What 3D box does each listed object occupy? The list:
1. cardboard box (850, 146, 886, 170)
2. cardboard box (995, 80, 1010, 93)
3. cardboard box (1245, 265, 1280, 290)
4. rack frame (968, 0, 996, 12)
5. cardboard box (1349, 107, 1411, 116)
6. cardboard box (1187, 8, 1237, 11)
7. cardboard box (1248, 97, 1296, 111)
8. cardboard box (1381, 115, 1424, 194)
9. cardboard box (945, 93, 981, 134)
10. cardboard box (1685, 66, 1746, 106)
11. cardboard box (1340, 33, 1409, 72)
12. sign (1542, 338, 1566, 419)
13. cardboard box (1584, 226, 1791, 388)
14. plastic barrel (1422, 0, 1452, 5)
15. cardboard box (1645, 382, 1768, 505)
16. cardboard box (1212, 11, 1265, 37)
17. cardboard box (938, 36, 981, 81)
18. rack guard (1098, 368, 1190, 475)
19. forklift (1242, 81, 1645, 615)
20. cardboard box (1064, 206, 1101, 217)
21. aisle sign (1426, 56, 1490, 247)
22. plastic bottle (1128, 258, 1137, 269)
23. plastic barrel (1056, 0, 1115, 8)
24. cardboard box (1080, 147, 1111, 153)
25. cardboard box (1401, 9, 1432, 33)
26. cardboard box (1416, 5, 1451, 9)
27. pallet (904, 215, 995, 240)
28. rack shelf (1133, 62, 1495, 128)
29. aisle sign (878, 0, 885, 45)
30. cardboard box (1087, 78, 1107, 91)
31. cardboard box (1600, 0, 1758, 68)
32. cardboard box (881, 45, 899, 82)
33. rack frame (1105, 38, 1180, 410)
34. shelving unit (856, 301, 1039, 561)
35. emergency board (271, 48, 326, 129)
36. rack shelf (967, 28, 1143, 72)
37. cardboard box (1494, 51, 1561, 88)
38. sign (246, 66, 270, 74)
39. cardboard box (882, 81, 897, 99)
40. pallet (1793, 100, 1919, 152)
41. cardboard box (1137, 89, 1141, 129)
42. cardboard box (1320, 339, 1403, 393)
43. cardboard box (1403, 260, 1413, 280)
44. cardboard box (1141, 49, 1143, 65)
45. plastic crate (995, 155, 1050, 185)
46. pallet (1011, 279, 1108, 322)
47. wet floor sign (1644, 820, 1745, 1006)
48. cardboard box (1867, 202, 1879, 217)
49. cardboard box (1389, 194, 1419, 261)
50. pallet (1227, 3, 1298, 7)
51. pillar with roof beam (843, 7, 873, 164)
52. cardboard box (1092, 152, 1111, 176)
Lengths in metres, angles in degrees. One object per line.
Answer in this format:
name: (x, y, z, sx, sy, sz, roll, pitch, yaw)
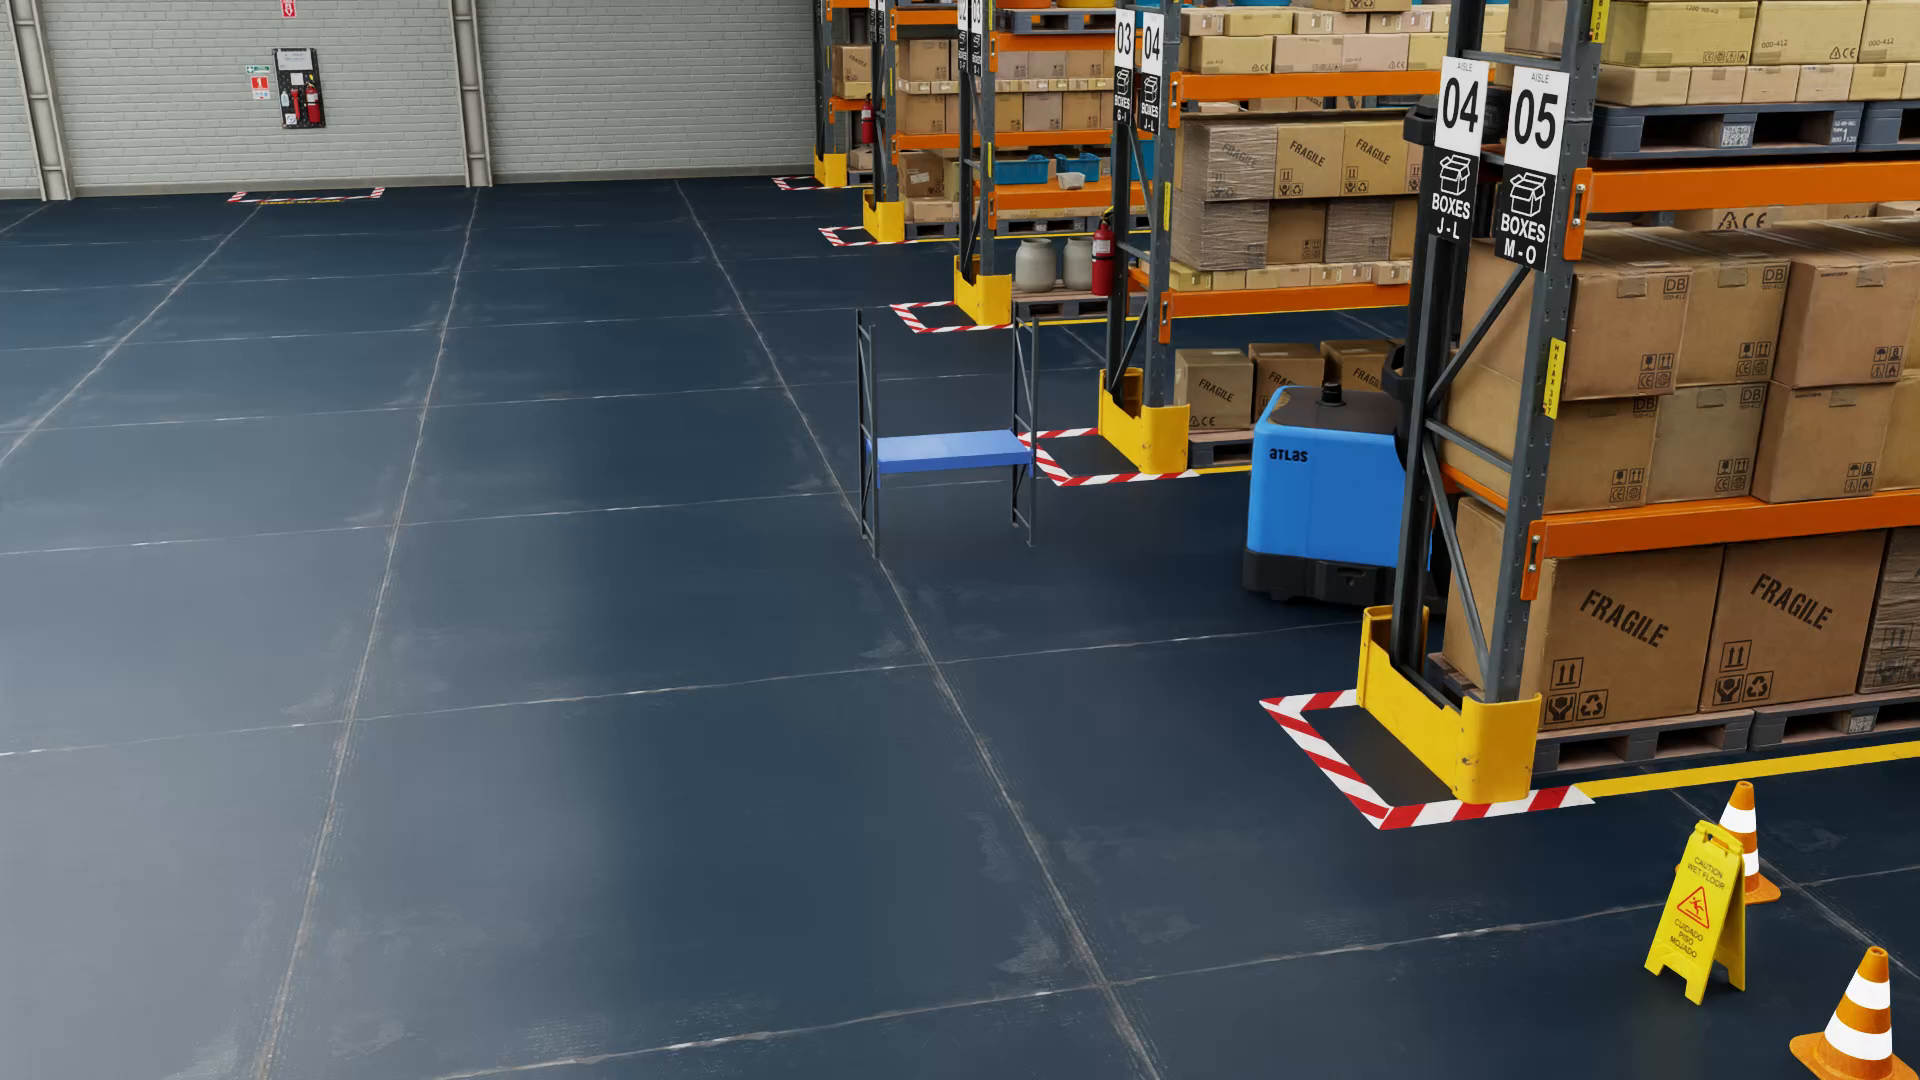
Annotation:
cardboard box: (-1.421, -6.025, 26.171, 0.500, 0.311, 0.500, -7, 21, -19)
cardboard box: (0.464, -5.791, 21.175, 0.250, 0.149, 0.380, -5, 21, -14)
cardboard box: (2.131, -1.935, 12.102, 0.250, 0.149, 0.380, -5, 21, -12)
rack frame: (0.164, -6.557, 15.632, 0.127, 3.000, 1.000, -5, 21, -12)
cardboard box: (3.243, -2.982, 12.562, 0.500, 0.500, 0.500, -5, 21, -12)
cardboard box: (1.783, -3.715, 11.873, 0.250, 0.149, 0.380, -5, 21, -14)
cardboard box: (4.185, -5.859, 22.303, 0.500, 0.500, 0.500, -3, 20, -9)
cardboard box: (3.362, -2.810, 12.092, 0.500, 0.500, 0.500, -5, 21, -12)
cardboard box: (-0.004, -5.521, 21.381, 0.500, 0.500, 0.700, -4, 21, -11)
cardboard box: (3.002, -1.889, 6.859, 0.250, 0.149, 0.380, -4, 21, -12)
cardboard box: (2.816, -3.453, 11.736, 0.500, 0.250, 0.500, -5, 21, -13)
sign: (2.469, -0.671, 6.913, 0.005, 0.325, 0.100, -5, 21, -12)
cardboard box: (3.231, -1.082, 7.620, 0.550, 0.550, 0.875, -5, 21, -12)
plastic barrel: (5.139, -5.865, 17.376, 0.600, 0.901, 0.600, 0, 20, 0)
cardboard box: (3.228, -0.580, 7.818, 0.550, 0.550, 0.875, -5, 21, -12)
cardboard box: (1.900, -3.540, 11.395, 0.250, 0.149, 0.380, -4, 21, -11)
cardboard box: (0.048, -6.135, 21.170, 0.500, 0.500, 0.700, -5, 21, -14)
rack guard: (1.378, -0.915, 12.584, 0.348, 0.500, 1.175, -5, 21, -12)
forklift: (3.250, -1.027, 9.356, 3.031, 2.935, 1.130, 6, 21, 17)
cardboard box: (1.548, -4.431, 21.936, 0.500, 0.250, 0.500, -5, 21, -12)
aisle sign: (2.209, -1.729, 7.395, 0.004, 0.787, 0.394, -5, 21, -12)
plastic bottle: (1.851, -2.925, 17.867, 0.097, 0.201, 0.097, 0, 20, 0)
plastic barrel: (1.245, -5.567, 16.406, 0.600, 0.588, 0.600, 0, 20, 0)
cardboard box: (1.913, -4.999, 22.398, 0.500, 0.500, 0.500, -5, 21, -12)
cardboard box: (3.131, -3.679, 11.774, 0.250, 0.149, 0.380, -5, 21, -13)
cardboard box: (3.549, -3.886, 12.339, 0.250, 0.149, 0.380, -5, 21, -14)
pallet: (-0.237, -4.164, 21.874, 1.213, 0.211, 1.003, -5, 21, -12)
rack shelf: (3.251, -3.311, 12.178, 4.000, 0.370, 1.077, -5, 21, -12)
aisle sign: (-0.965, -6.511, 20.450, 0.004, 0.787, 0.394, -5, 21, -12)
cardboard box: (1.715, -5.893, 21.454, 0.250, 0.149, 0.380, -5, 21, -13)
cardboard box: (2.876, -2.088, 6.823, 0.500, 0.250, 0.500, -5, 21, -13)
cardboard box: (-1.098, -7.320, 25.536, 0.500, 0.500, 0.500, -5, 21, -12)
rack frame: (1.304, -2.082, 12.138, 0.127, 3.000, 1.000, -5, 21, -12)
shelving unit: (-0.083, -0.697, 10.538, 1.048, 1.500, 0.538, -5, 21, -12)
emergency board: (-9.886, -6.744, 24.863, 0.643, 1.169, 0.194, -5, 21, -12)
rack shelf: (2.111, -4.969, 16.704, 4.000, 0.370, 1.077, -5, 21, -12)
cardboard box: (2.593, -2.088, 7.403, 0.250, 0.149, 0.380, -5, 21, -13)
sign: (-10.441, -6.997, 24.733, 0.331, 0.109, 0.001, -5, 21, -12)
cardboard box: (-1.065, -6.974, 25.680, 0.500, 0.250, 0.500, -5, 21, -14)
pallet: (4.256, -1.941, 7.520, 1.213, 0.211, 1.003, -5, 21, -12)
cardboard box: (2.491, -5.725, 21.937, 0.500, 0.500, 0.700, -5, 21, -14)
cardboard box: (3.103, -1.252, 12.894, 0.500, 0.500, 0.500, -3, 20, -7)
cardboard box: (3.331, -2.058, 12.436, 0.250, 0.149, 0.380, -5, 21, -12)
cardboard box: (2.491, -6.334, 21.713, 0.500, 0.500, 0.700, -5, 21, -12)
plastic crate: (0.583, -3.810, 17.071, 0.616, 0.251, 0.499, -5, 21, -12)
pallet: (1.019, -2.515, 17.374, 1.213, 0.211, 1.003, -5, 21, -12)
wet floor sign: (2.775, 1.357, 6.173, 0.232, 0.644, 0.267, -8, 22, -22)
cardboard box: (7.406, -2.787, 13.668, 0.500, 0.250, 0.500, -5, 21, -14)
cardboard box: (3.291, -2.444, 12.547, 0.500, 0.500, 0.875, -5, 21, -12)
pallet: (3.377, -5.287, 16.800, 1.003, 0.211, 1.213, -5, 21, -12)
pillar with roof beam: (-0.642, -8.777, 21.693, 0.400, 9.000, 9.100, -5, 21, -12)
cardboard box: (2.031, -4.828, 21.930, 0.500, 0.500, 0.500, -5, 21, -12)
